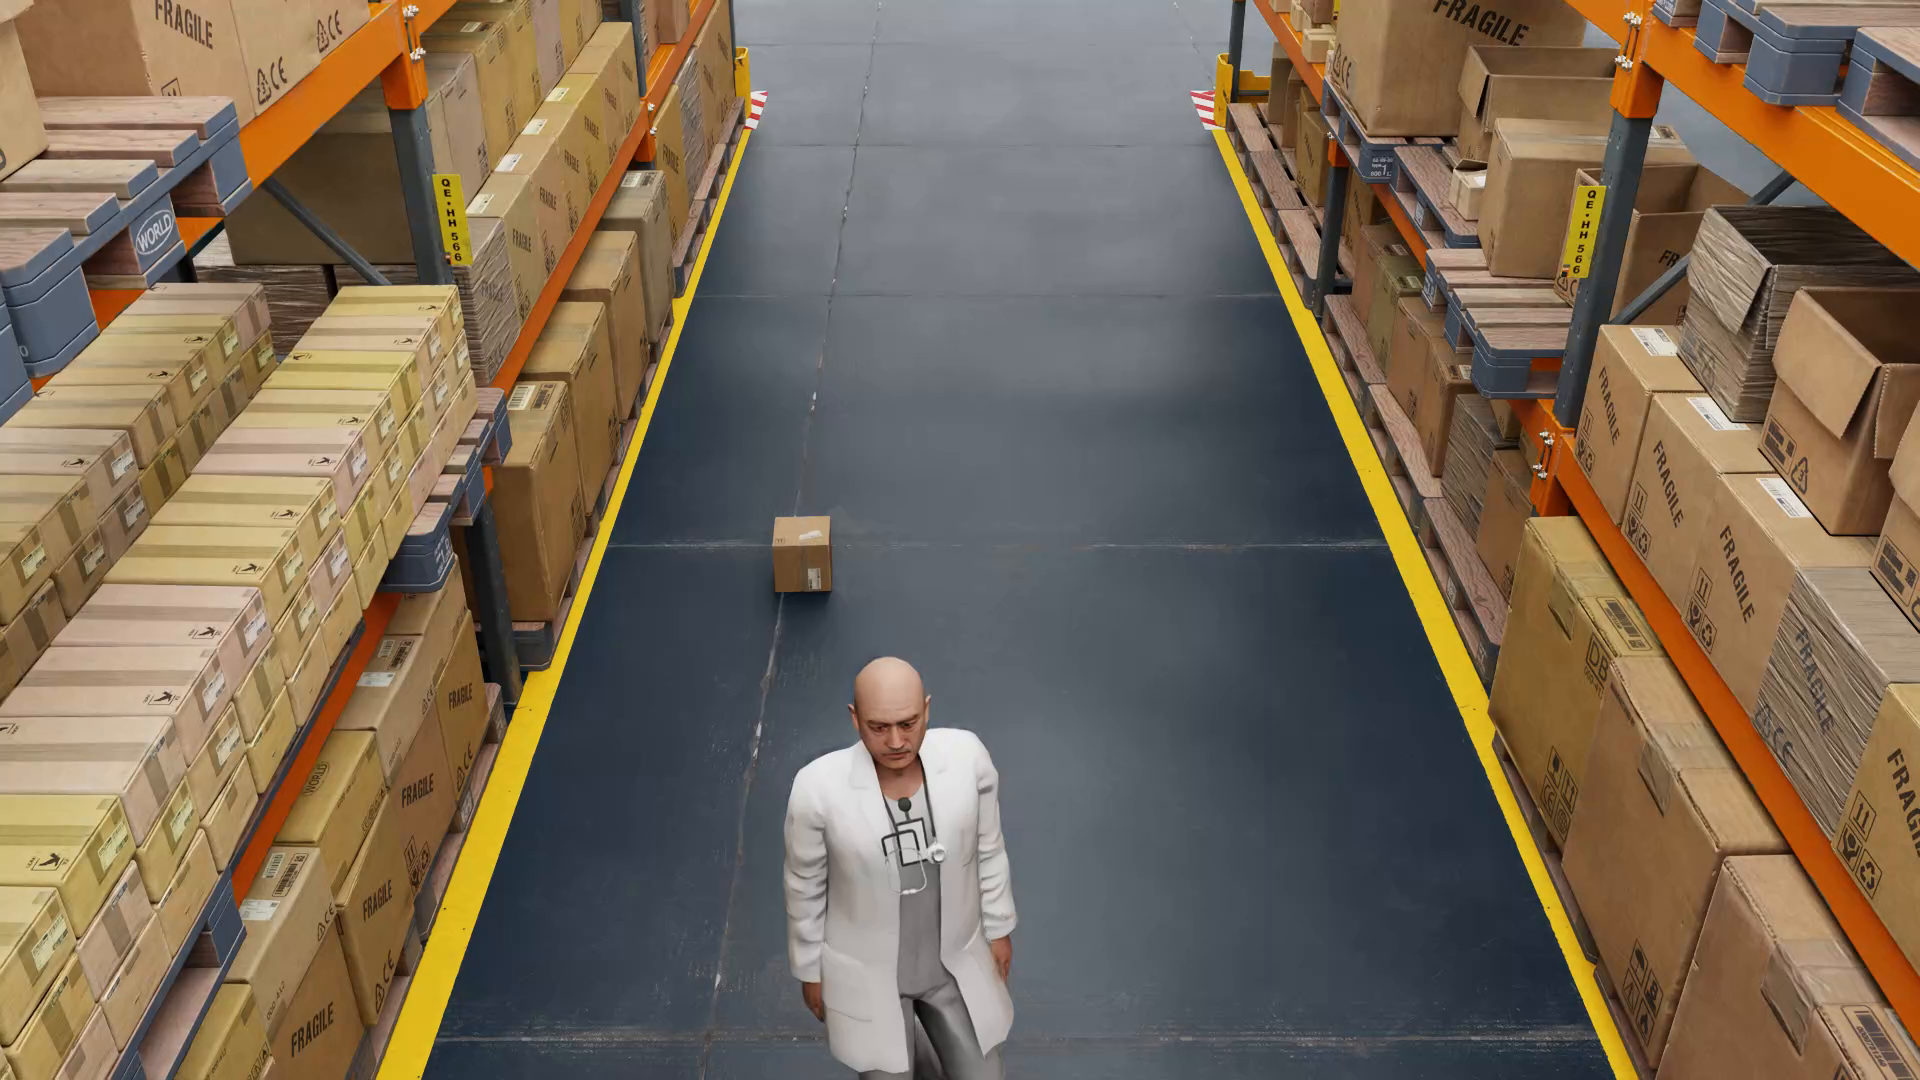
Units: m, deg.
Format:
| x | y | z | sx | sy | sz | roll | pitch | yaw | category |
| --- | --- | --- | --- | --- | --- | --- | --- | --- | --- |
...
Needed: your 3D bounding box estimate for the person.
| x | y | z | sx | sy | sz | roll | pitch | yaw | category |
| --- | --- | --- | --- | --- | --- | --- | --- | --- | --- |
| -0.142 | 1.064 | 4.328 | 0.610 | 1.767 | 0.581 | -10 | 32 | -16 | person |
